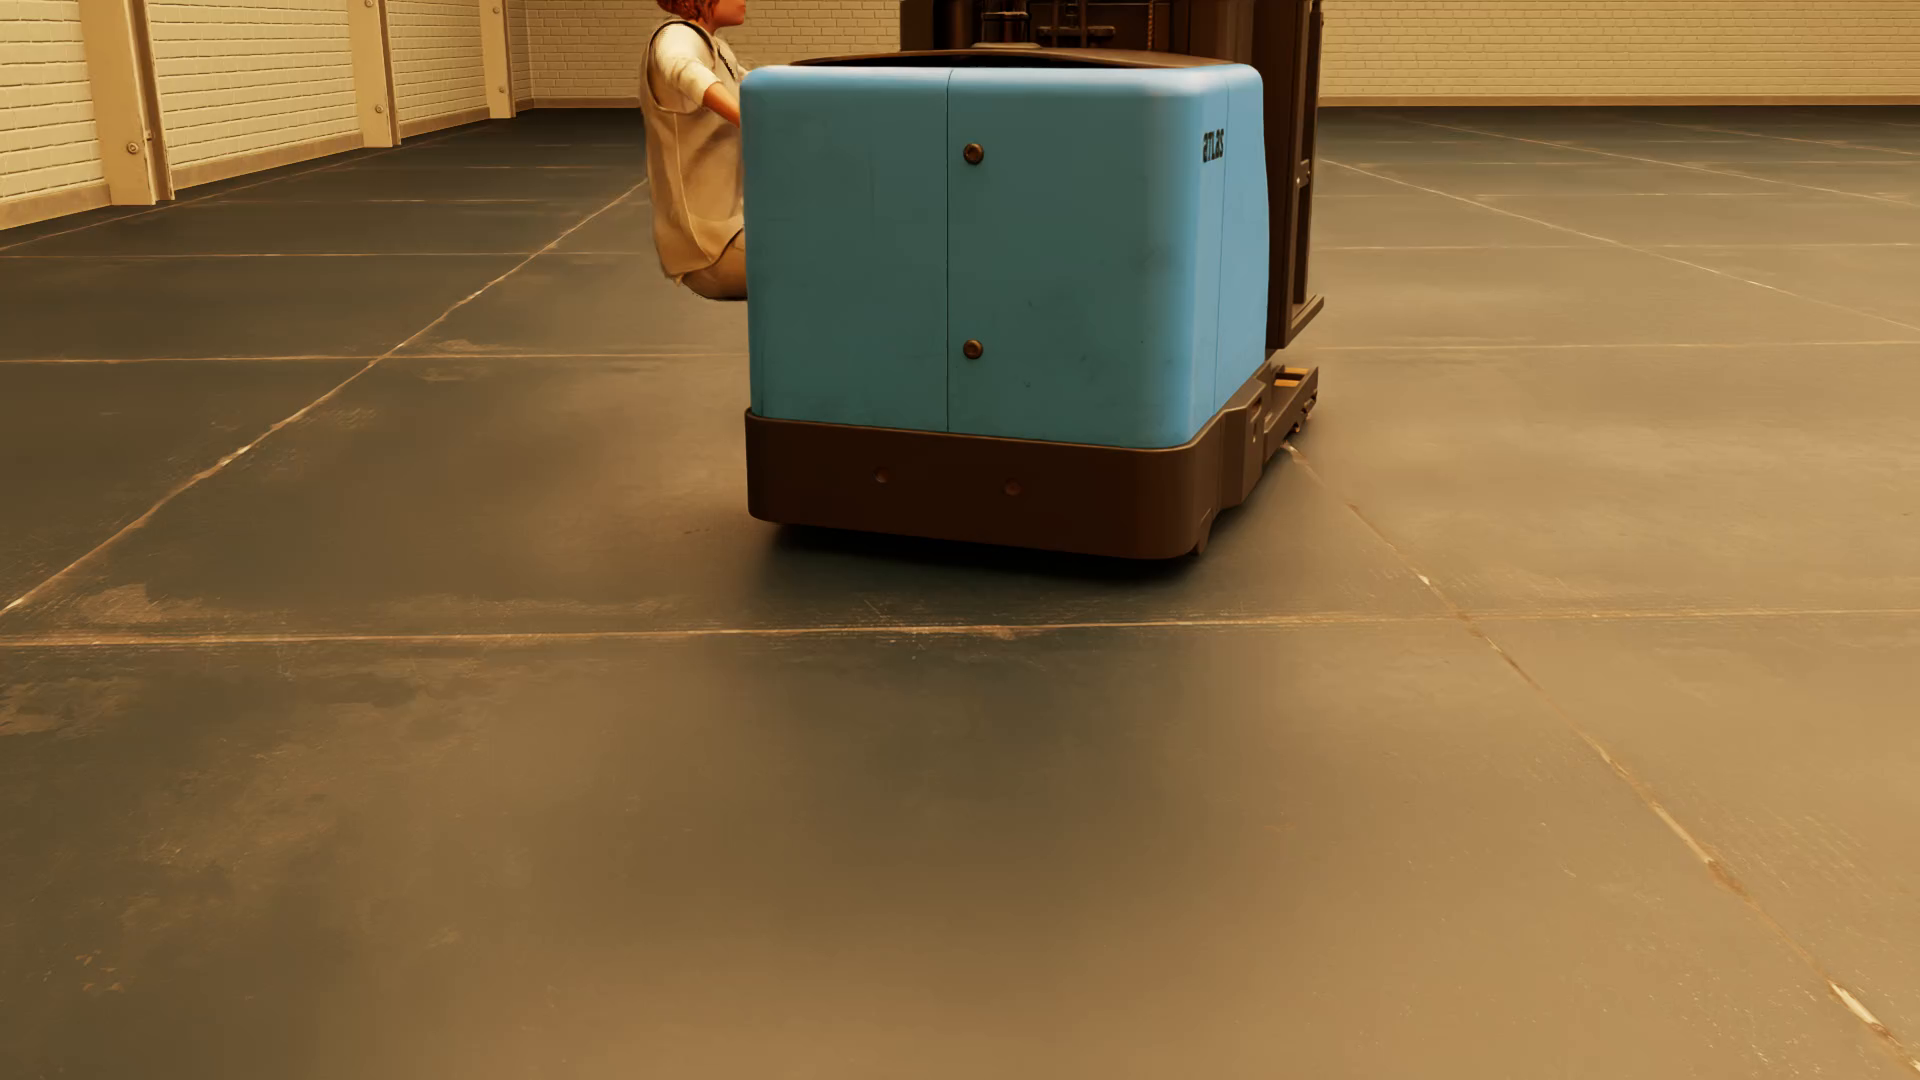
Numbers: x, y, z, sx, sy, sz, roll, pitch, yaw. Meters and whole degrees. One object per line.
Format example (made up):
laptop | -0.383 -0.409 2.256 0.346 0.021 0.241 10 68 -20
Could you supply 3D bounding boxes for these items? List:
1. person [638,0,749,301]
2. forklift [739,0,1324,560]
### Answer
person | -0.401 -0.796 4.151 0.754 1.365 0.906 -2 17 -7
forklift | 0.473 -1.750 4.628 1.130 2.935 3.031 6 18 18
